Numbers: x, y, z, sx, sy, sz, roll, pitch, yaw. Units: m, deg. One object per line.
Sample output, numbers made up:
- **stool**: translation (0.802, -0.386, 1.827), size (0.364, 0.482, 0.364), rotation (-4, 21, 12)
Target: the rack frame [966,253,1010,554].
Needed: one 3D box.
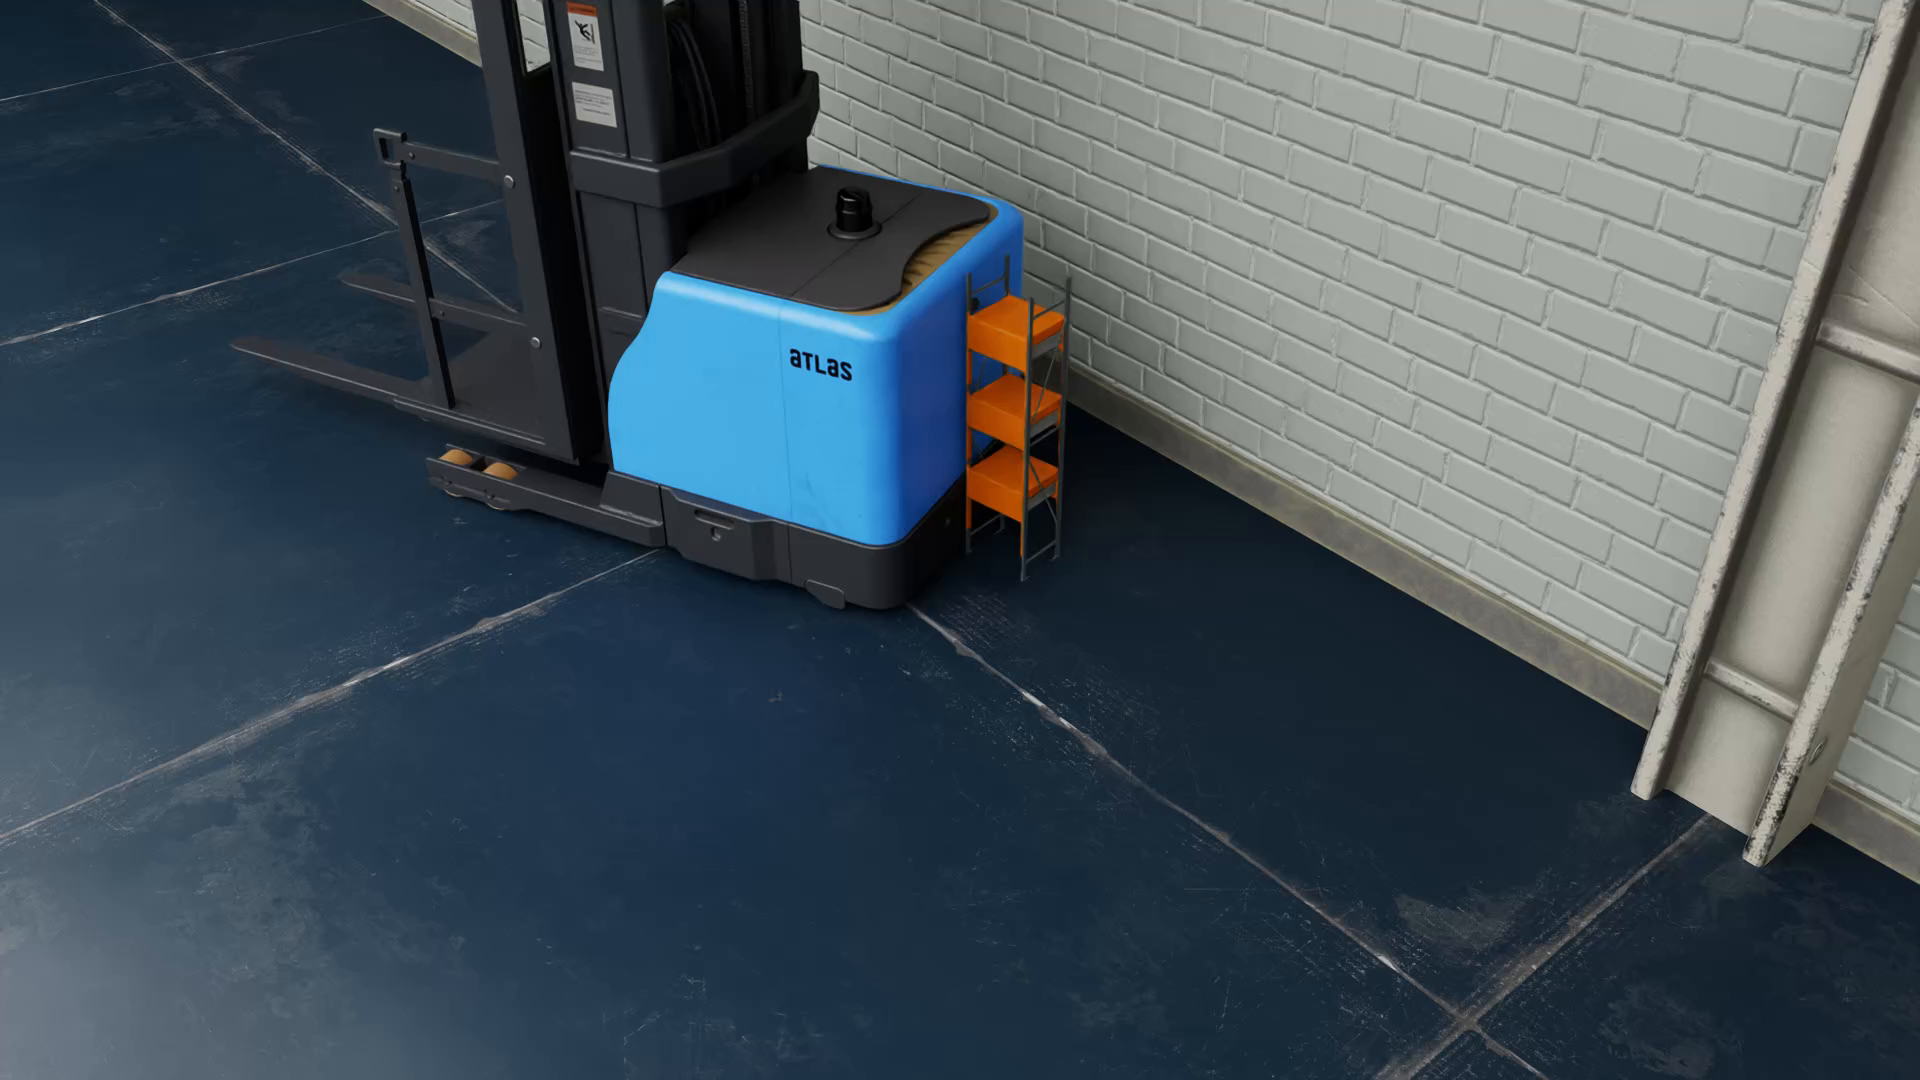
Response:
- **rack frame**: translation (0.088, -0.423, 5.439), size (0.008, 1.050, 0.200), rotation (27, 43, 32)

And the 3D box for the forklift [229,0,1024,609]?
- **forklift**: translation (-1.329, -1.556, 5.412), size (3.031, 2.935, 1.130), rotation (16, 38, 21)

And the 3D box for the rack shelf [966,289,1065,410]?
- **rack shelf**: translation (0.180, -0.600, 5.216), size (0.240, 0.259, 0.215), rotation (27, 43, 32)

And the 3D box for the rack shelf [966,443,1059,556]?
- **rack shelf**: translation (0.180, -0.142, 5.541), size (0.240, 0.259, 0.215), rotation (27, 43, 32)

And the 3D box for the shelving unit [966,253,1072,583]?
- **shelving unit**: translation (0.180, -0.377, 5.374), size (0.252, 1.050, 0.215), rotation (27, 43, 32)

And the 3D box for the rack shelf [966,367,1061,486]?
- **rack shelf**: translation (0.180, -0.369, 5.380), size (0.240, 0.259, 0.215), rotation (27, 43, 32)

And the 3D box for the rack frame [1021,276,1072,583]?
- **rack frame**: translation (0.272, -0.331, 5.309), size (0.008, 1.050, 0.200), rotation (27, 43, 32)
